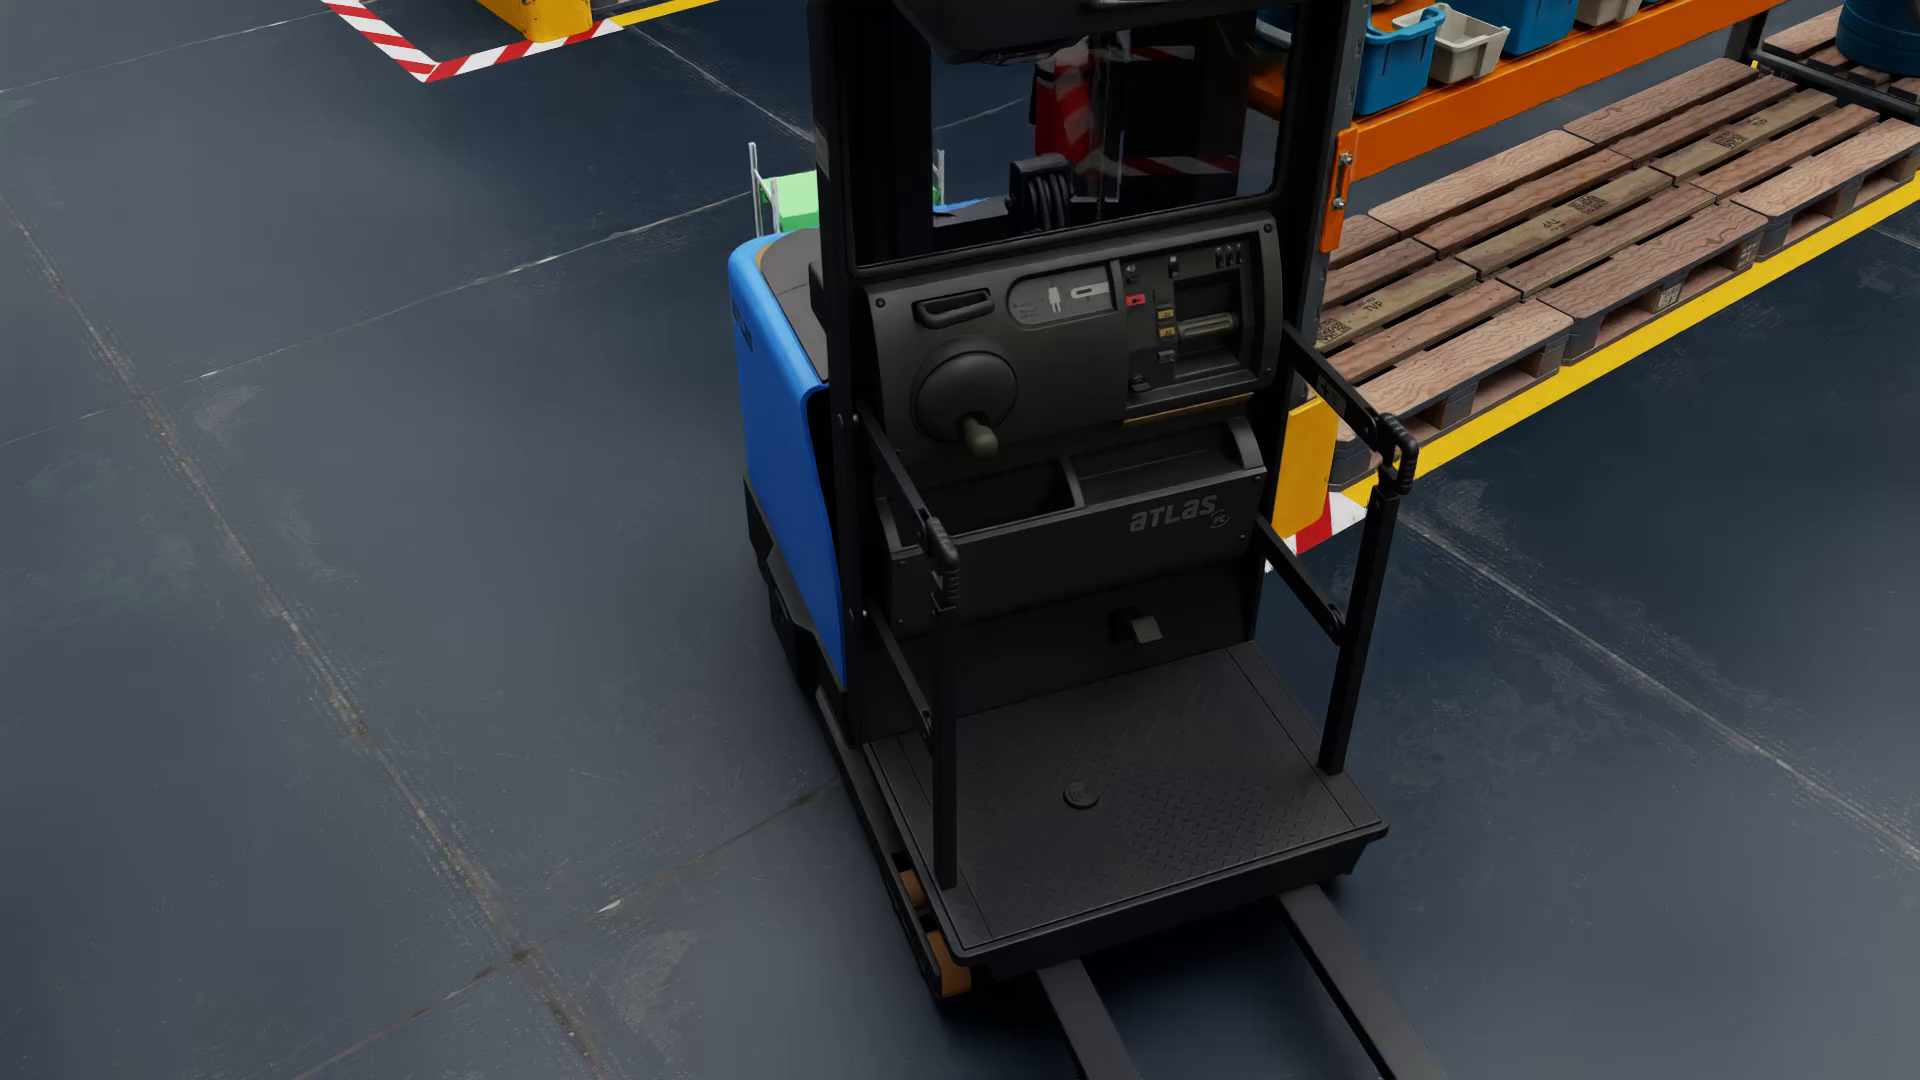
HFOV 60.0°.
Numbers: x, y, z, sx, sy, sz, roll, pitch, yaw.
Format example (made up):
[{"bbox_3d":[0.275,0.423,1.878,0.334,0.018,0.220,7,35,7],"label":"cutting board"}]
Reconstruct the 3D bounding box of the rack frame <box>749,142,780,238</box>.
[{"bbox_3d":[-0.552,-0.597,5.032,0.015,1.200,0.240,-14,41,-16],"label":"rack frame"}]

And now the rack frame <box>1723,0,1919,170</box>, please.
[{"bbox_3d":[3.887,-3.036,6.586,0.127,3.000,1.000,-26,46,-28],"label":"rack frame"}]

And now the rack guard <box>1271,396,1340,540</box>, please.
[{"bbox_3d":[0.704,-0.508,5.475,0.348,0.500,1.175,-26,46,-28],"label":"rack guard"}]

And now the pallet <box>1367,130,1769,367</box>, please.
[{"bbox_3d":[2.360,-1.180,6.522,1.213,0.211,1.003,-26,46,-28],"label":"pallet"}]

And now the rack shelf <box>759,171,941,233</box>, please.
[{"bbox_3d":[-0.324,-0.974,4.835,0.480,0.148,0.258,-14,41,-16],"label":"rack shelf"}]

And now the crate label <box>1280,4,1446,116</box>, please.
[{"bbox_3d":[1.112,-1.378,4.650,0.303,0.233,0.416,-26,46,-28],"label":"crate label"}]

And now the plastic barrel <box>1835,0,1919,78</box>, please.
[{"bbox_3d":[4.329,-2.589,7.364,0.708,0.901,0.600,-26,46,-28],"label":"plastic barrel"}]

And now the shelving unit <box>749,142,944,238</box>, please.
[{"bbox_3d":[-0.324,-0.652,5.099,0.503,1.200,0.258,-14,41,-16],"label":"shelving unit"}]

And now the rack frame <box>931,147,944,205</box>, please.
[{"bbox_3d":[-0.096,-0.708,5.166,0.015,1.200,0.240,-14,41,-16],"label":"rack frame"}]

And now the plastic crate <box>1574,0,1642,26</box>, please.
[{"bbox_3d":[1.954,-1.686,5.100,0.298,0.136,0.250,-26,46,-28],"label":"plastic crate"}]

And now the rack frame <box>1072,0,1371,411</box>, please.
[{"bbox_3d":[0.715,-1.490,4.701,0.127,3.000,1.000,-26,46,-28],"label":"rack frame"}]

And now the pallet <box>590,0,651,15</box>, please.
[{"bbox_3d":[-1.716,-3.251,9.047,1.213,0.211,1.003,-26,46,-28],"label":"pallet"}]

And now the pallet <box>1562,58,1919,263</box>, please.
[{"bbox_3d":[3.328,-1.654,7.100,1.213,0.211,1.003,-26,46,-28],"label":"pallet"}]

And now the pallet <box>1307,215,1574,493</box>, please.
[{"bbox_3d":[1.393,-0.711,5.950,1.213,0.211,1.003,-26,46,-28],"label":"pallet"}]

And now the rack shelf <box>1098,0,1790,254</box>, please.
[{"bbox_3d":[2.301,-1.985,5.872,4.000,0.370,1.077,-26,46,-28],"label":"rack shelf"}]

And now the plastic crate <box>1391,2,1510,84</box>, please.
[{"bbox_3d":[1.417,-1.423,4.781,0.298,0.136,0.250,-26,46,-28],"label":"plastic crate"}]

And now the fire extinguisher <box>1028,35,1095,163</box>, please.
[{"bbox_3d":[0.319,-1.486,5.052,0.183,0.674,0.296,-26,46,-28],"label":"fire extinguisher"}]

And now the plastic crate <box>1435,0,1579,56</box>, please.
[{"bbox_3d":[1.634,-1.633,4.960,0.300,0.233,0.416,-26,46,-28],"label":"plastic crate"}]

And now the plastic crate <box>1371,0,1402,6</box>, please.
[{"bbox_3d":[1.252,-1.817,5.261,0.243,0.136,0.396,-26,46,-28],"label":"plastic crate"}]

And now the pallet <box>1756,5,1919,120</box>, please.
[{"bbox_3d":[4.524,-2.235,7.808,1.213,0.211,1.003,-26,46,-28],"label":"pallet"}]

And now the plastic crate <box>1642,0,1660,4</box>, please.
[{"bbox_3d":[2.156,-1.887,5.270,0.300,0.233,0.416,-26,46,-28],"label":"plastic crate"}]

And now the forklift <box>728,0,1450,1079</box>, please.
[{"bbox_3d":[0.337,-0.355,3.372,1.130,2.935,3.031,-13,41,-16],"label":"forklift"}]

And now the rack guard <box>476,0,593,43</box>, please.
[{"bbox_3d":[-2.322,-3.005,8.519,0.348,0.500,1.175,-26,46,-28],"label":"rack guard"}]

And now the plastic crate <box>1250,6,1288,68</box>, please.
[{"bbox_3d":[0.867,-1.750,4.943,0.499,0.435,0.616,-26,46,-28],"label":"plastic crate"}]
